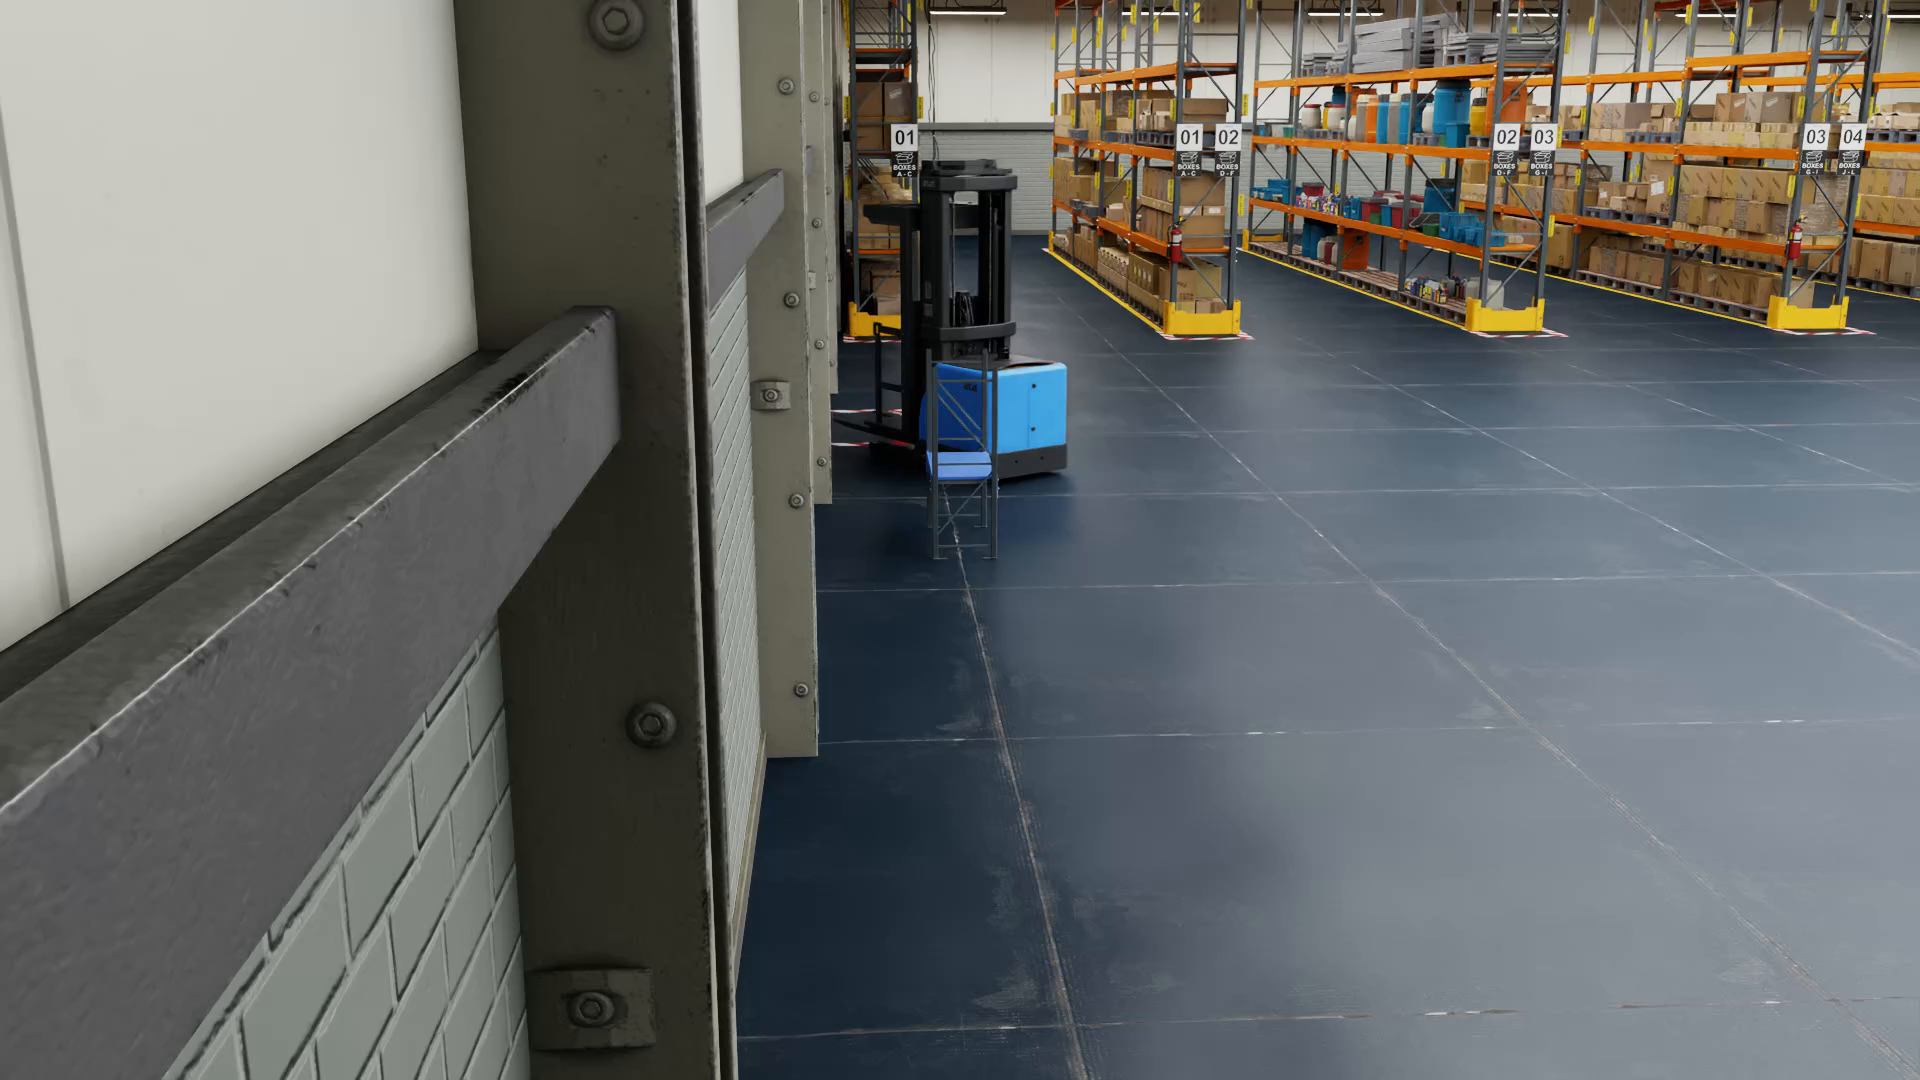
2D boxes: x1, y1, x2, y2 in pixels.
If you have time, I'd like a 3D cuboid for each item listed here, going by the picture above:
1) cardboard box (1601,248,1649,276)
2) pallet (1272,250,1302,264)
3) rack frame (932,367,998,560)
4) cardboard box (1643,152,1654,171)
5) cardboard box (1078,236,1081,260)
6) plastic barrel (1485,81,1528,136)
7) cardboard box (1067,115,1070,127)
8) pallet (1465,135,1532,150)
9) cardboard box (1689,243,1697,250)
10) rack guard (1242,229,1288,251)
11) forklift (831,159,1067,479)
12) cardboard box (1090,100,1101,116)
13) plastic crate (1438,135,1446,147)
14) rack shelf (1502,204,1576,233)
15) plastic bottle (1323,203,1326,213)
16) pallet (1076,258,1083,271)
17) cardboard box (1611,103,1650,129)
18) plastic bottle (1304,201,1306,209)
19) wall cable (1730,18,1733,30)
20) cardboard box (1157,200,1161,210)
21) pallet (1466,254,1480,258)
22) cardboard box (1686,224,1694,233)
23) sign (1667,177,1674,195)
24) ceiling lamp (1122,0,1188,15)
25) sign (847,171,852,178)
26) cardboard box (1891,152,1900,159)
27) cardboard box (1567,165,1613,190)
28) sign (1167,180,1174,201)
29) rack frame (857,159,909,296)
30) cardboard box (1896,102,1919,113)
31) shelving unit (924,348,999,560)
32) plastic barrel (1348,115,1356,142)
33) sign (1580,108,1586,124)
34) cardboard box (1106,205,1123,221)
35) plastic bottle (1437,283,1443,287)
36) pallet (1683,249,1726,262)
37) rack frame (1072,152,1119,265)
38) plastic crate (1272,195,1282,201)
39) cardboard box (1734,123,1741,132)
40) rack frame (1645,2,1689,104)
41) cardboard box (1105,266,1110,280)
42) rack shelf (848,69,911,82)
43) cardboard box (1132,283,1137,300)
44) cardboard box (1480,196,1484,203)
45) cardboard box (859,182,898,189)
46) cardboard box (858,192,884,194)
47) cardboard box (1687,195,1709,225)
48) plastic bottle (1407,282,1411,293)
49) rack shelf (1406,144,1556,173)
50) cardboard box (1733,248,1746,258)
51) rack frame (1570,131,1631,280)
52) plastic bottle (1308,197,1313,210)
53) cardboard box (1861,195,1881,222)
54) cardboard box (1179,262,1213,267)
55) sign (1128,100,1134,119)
[{"bbox_3d":[13.299,-5.564,33.265,0.700,0.500,0.500,-2,15,-8],"label":"cardboard box"},{"bbox_3d":[7.915,-6.616,38.815,1.003,0.211,1.213,-1,14,-3],"label":"pallet"},{"bbox_3d":[0.037,-0.579,12.766,0.500,1.500,0.032,-1,14,-3],"label":"rack frame"},{"bbox_3d":[17.415,-9.467,41.499,0.500,0.500,0.500,-1,14,-4],"label":"cardboard box"},{"bbox_3d":[2.886,-6.454,36.725,0.500,0.500,0.500,-1,14,-3],"label":"cardboard box"},{"bbox_3d":[8.586,-6.782,26.142,0.600,0.830,0.708,-1,14,-3],"label":"plastic barrel"},{"bbox_3d":[2.727,-9.572,37.985,0.500,0.250,0.500,-1,14,-3],"label":"cardboard box"},{"bbox_3d":[8.789,-6.368,26.615,1.003,0.211,1.213,-1,14,-3],"label":"pallet"},{"bbox_3d":[17.522,-6.957,39.425,0.380,0.149,0.250,-1,14,-5],"label":"cardboard box"},{"bbox_3d":[7.737,-7.574,41.959,1.175,0.500,0.348,-1,14,-3],"label":"rack guard"},{"bbox_3d":[-0.256,-2.267,16.457,1.130,2.935,3.031,-10,18,-35],"label":"forklift"},{"bbox_3d":[3.099,-9.003,35.234,0.600,0.600,0.600,-1,15,-6],"label":"cardboard box"},{"bbox_3d":[8.321,-6.748,28.138,0.336,0.188,0.450,-1,14,-3],"label":"plastic crate"},{"bbox_3d":[13.067,-7.014,36.213,1.077,0.370,4.000,-1,14,-3],"label":"rack shelf"},{"bbox_3d":[7.751,-7.043,35.277,0.097,0.201,0.097,0,14,0],"label":"plastic bottle"},{"bbox_3d":[3.144,-6.156,37.029,1.003,0.211,1.213,-1,14,-3],"label":"pallet"},{"bbox_3d":[13.029,-8.237,32.295,0.500,0.500,0.500,-1,14,-5],"label":"cardboard box"},{"bbox_3d":[7.657,-7.422,36.752,0.097,0.201,0.097,0,14,0],"label":"plastic bottle"},{"bbox_3d":[21.953,-13.324,47.251,0.463,3.000,0.029,-1,14,-3],"label":"wall cable"},{"bbox_3d":[3.487,-5.564,27.630,0.380,0.149,0.250,-1,14,-4],"label":"cardboard box"},{"bbox_3d":[12.895,-7.004,40.326,1.003,0.211,1.213,-1,14,-3],"label":"pallet"},{"bbox_3d":[13.197,-5.567,29.647,0.380,0.149,0.250,-1,14,-3],"label":"cardboard box"},{"bbox_3d":[12.885,-6.422,30.142,0.100,0.325,0.005,-1,14,-3],"label":"sign"},{"bbox_3d":[5.139,-15.141,42.598,2.000,3.185,0.800,-1,14,-3],"label":"ceiling lamp"},{"bbox_3d":[-2.194,-7.187,33.118,0.100,0.325,0.005,-1,14,-3],"label":"sign"},{"bbox_3d":[22.498,-9.186,39.698,0.380,0.149,0.250,-1,14,-4],"label":"cardboard box"},{"bbox_3d":[13.162,-7.582,34.760,0.797,0.503,0.637,0,14,-2],"label":"cardboard box"},{"bbox_3d":[3.257,-5.394,25.673,0.100,0.325,0.005,-1,14,-3],"label":"sign"},{"bbox_3d":[-1.393,-5.641,29.432,1.000,3.000,0.127,-1,14,-3],"label":"rack frame"},{"bbox_3d":[18.535,-8.242,32.275,0.500,0.500,0.500,-1,14,-3],"label":"cardboard box"},{"bbox_3d":[0.005,-0.705,13.257,0.538,1.500,1.048,-1,14,-3],"label":"shelving unit"},{"bbox_3d":[7.961,-8.214,33.186,0.421,0.512,0.421,0,14,0],"label":"plastic barrel"},{"bbox_3d":[12.636,-8.600,33.716,0.100,0.325,0.005,-1,14,-3],"label":"sign"},{"bbox_3d":[3.165,-6.445,32.734,0.500,0.311,0.500,-1,14,-4],"label":"cardboard box"},{"bbox_3d":[8.315,-4.337,28.946,0.152,0.276,0.135,-1,14,-3],"label":"plastic bottle"},{"bbox_3d":[17.823,-6.728,39.251,1.003,0.211,1.213,-1,14,-3],"label":"pallet"},{"bbox_3d":[3.055,-7.708,37.466,1.000,3.000,0.127,-1,14,-3],"label":"rack frame"},{"bbox_3d":[7.592,-8.114,39.450,0.293,0.136,0.466,-1,14,-3],"label":"plastic crate"},{"bbox_3d":[13.320,-6.971,28.081,0.380,0.149,0.250,-1,14,-2],"label":"cardboard box"},{"bbox_3d":[17.652,-11.812,41.375,1.000,3.000,0.127,-1,14,-3],"label":"rack frame"},{"bbox_3d":[3.113,-5.196,32.378,0.500,0.250,0.500,-1,14,-5],"label":"cardboard box"},{"bbox_3d":[-1.517,-8.502,30.757,1.077,0.370,4.000,-1,14,-3],"label":"rack shelf"},{"bbox_3d":[3.303,-4.346,29.073,0.500,0.250,0.500,-1,14,-3],"label":"cardboard box"},{"bbox_3d":[12.533,-8.065,39.357,0.380,0.149,0.250,-1,14,-2],"label":"cardboard box"},{"bbox_3d":[-1.602,-6.781,32.777,0.700,0.500,0.500,-3,15,-10],"label":"cardboard box"},{"bbox_3d":[-1.518,-5.569,27.906,0.500,0.500,0.500,0,14,-2],"label":"cardboard box"},{"bbox_3d":[13.401,-5.825,29.350,0.875,0.500,0.500,-1,14,-3],"label":"cardboard box"},{"bbox_3d":[8.084,-4.541,29.888,0.097,0.201,0.097,0,14,0],"label":"plastic bottle"},{"bbox_3d":[8.619,-6.401,27.809,1.077,0.370,4.000,-1,14,-3],"label":"rack shelf"},{"bbox_3d":[17.715,-6.585,37.274,0.500,0.500,0.500,0,14,-1],"label":"cardboard box"},{"bbox_3d":[13.191,-6.865,34.190,1.000,3.000,0.127,-1,14,-3],"label":"rack frame"},{"bbox_3d":[7.705,-7.372,36.409,0.152,0.276,0.135,-1,14,-3],"label":"plastic bottle"},{"bbox_3d":[18.000,-6.474,32.467,0.500,0.500,0.500,-1,14,-4],"label":"cardboard box"},{"bbox_3d":[3.911,-4.344,27.561,0.500,0.500,0.500,-1,14,-3],"label":"cardboard box"},{"bbox_3d":[3.010,-7.563,29.213,0.100,0.325,0.005,-1,14,-3],"label":"sign"}]
